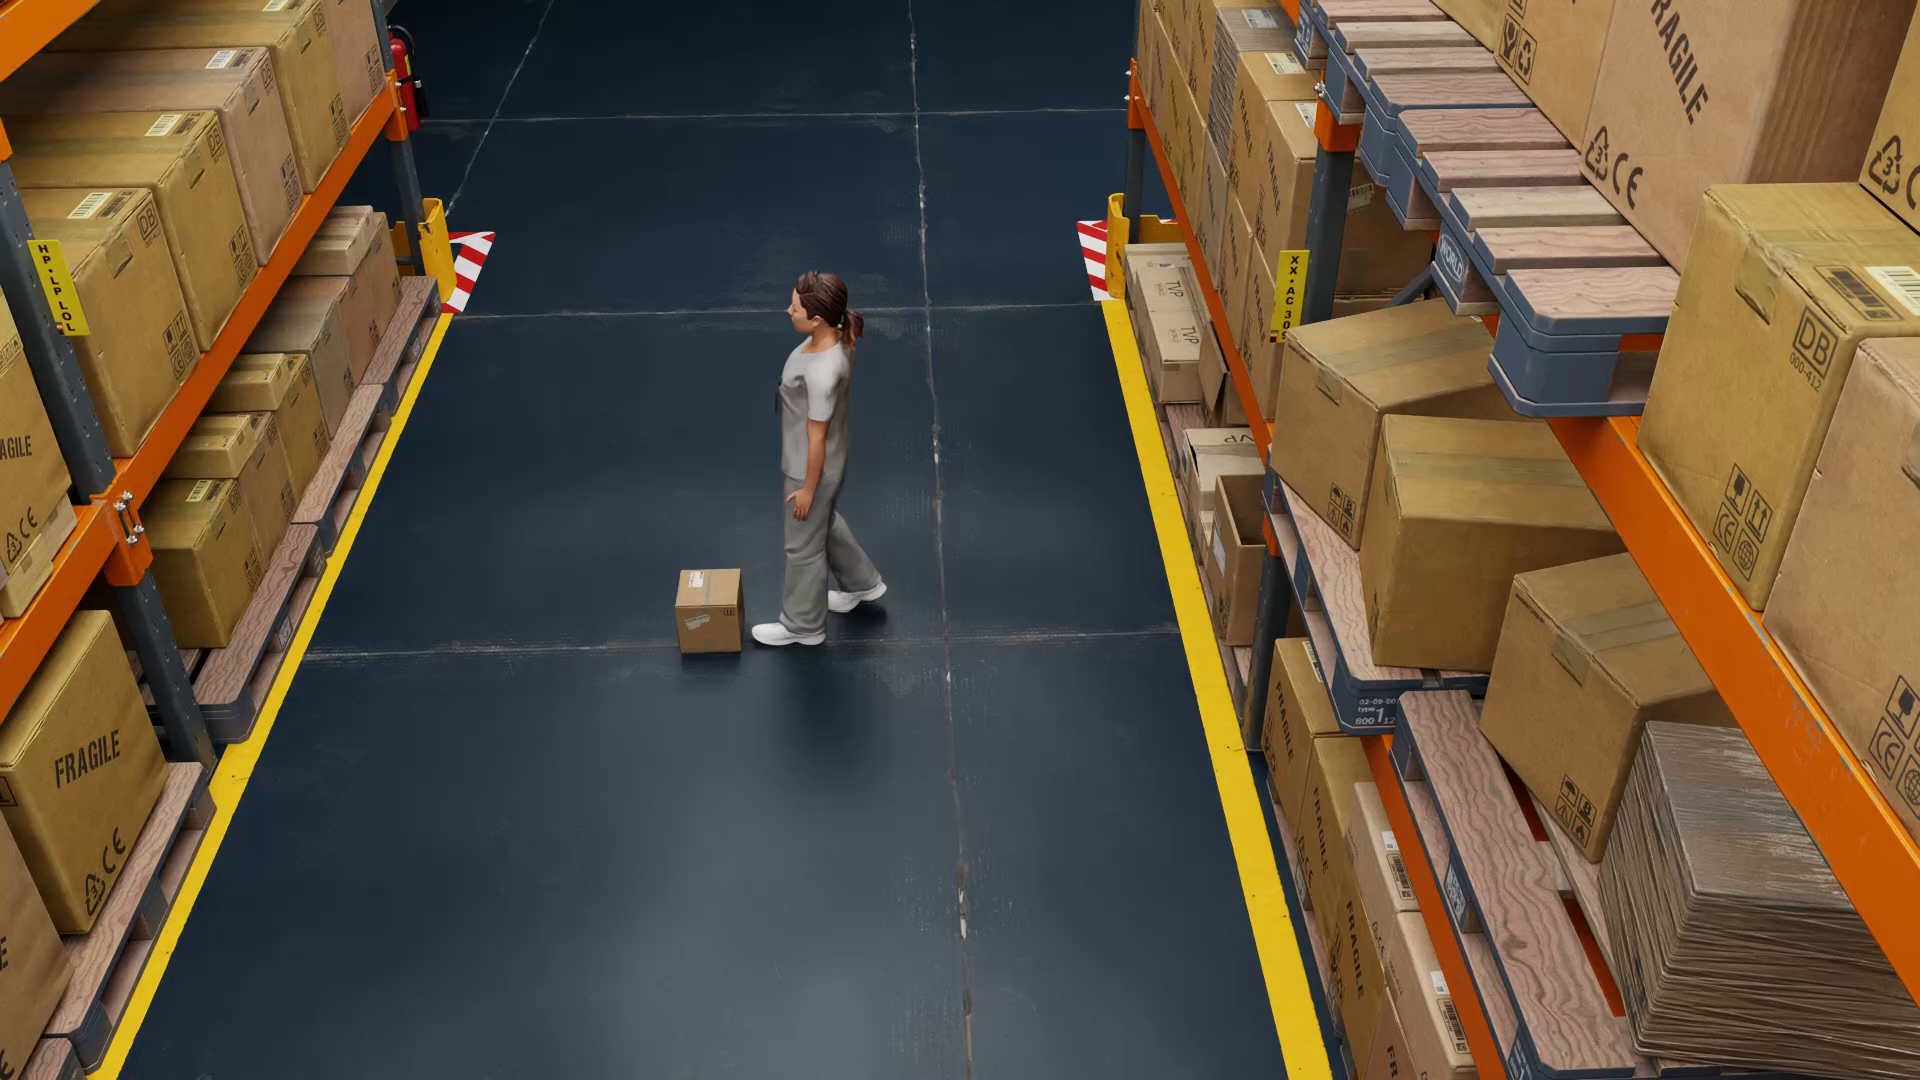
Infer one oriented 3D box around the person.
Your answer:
[{"bbox_3d":[-0.596,-0.302,6.576,0.540,1.680,0.487,3,35,4],"label":"person"}]
